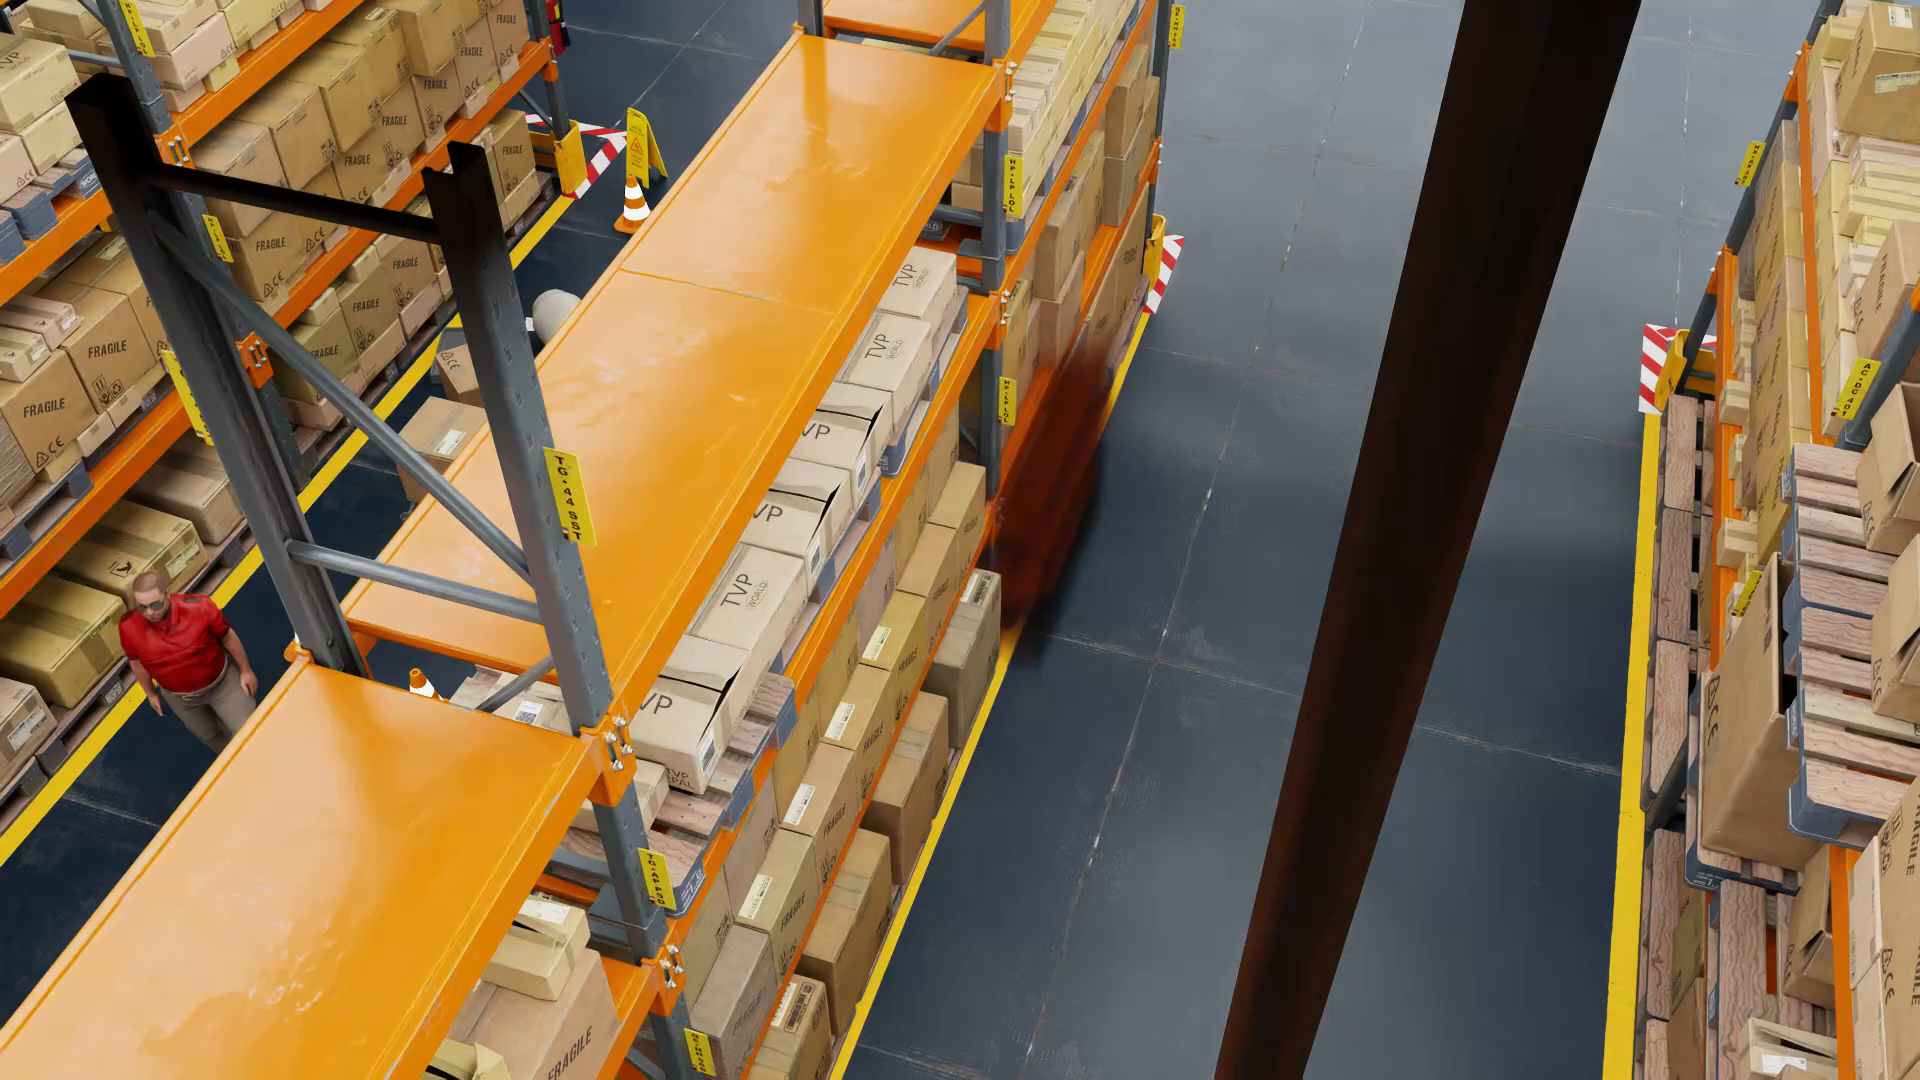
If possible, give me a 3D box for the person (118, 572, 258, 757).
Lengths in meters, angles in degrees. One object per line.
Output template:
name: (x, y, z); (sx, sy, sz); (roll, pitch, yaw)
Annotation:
person: (-4.186, 0.808, 9.169); (0.576, 1.765, 0.410); (-10, 47, -10)
